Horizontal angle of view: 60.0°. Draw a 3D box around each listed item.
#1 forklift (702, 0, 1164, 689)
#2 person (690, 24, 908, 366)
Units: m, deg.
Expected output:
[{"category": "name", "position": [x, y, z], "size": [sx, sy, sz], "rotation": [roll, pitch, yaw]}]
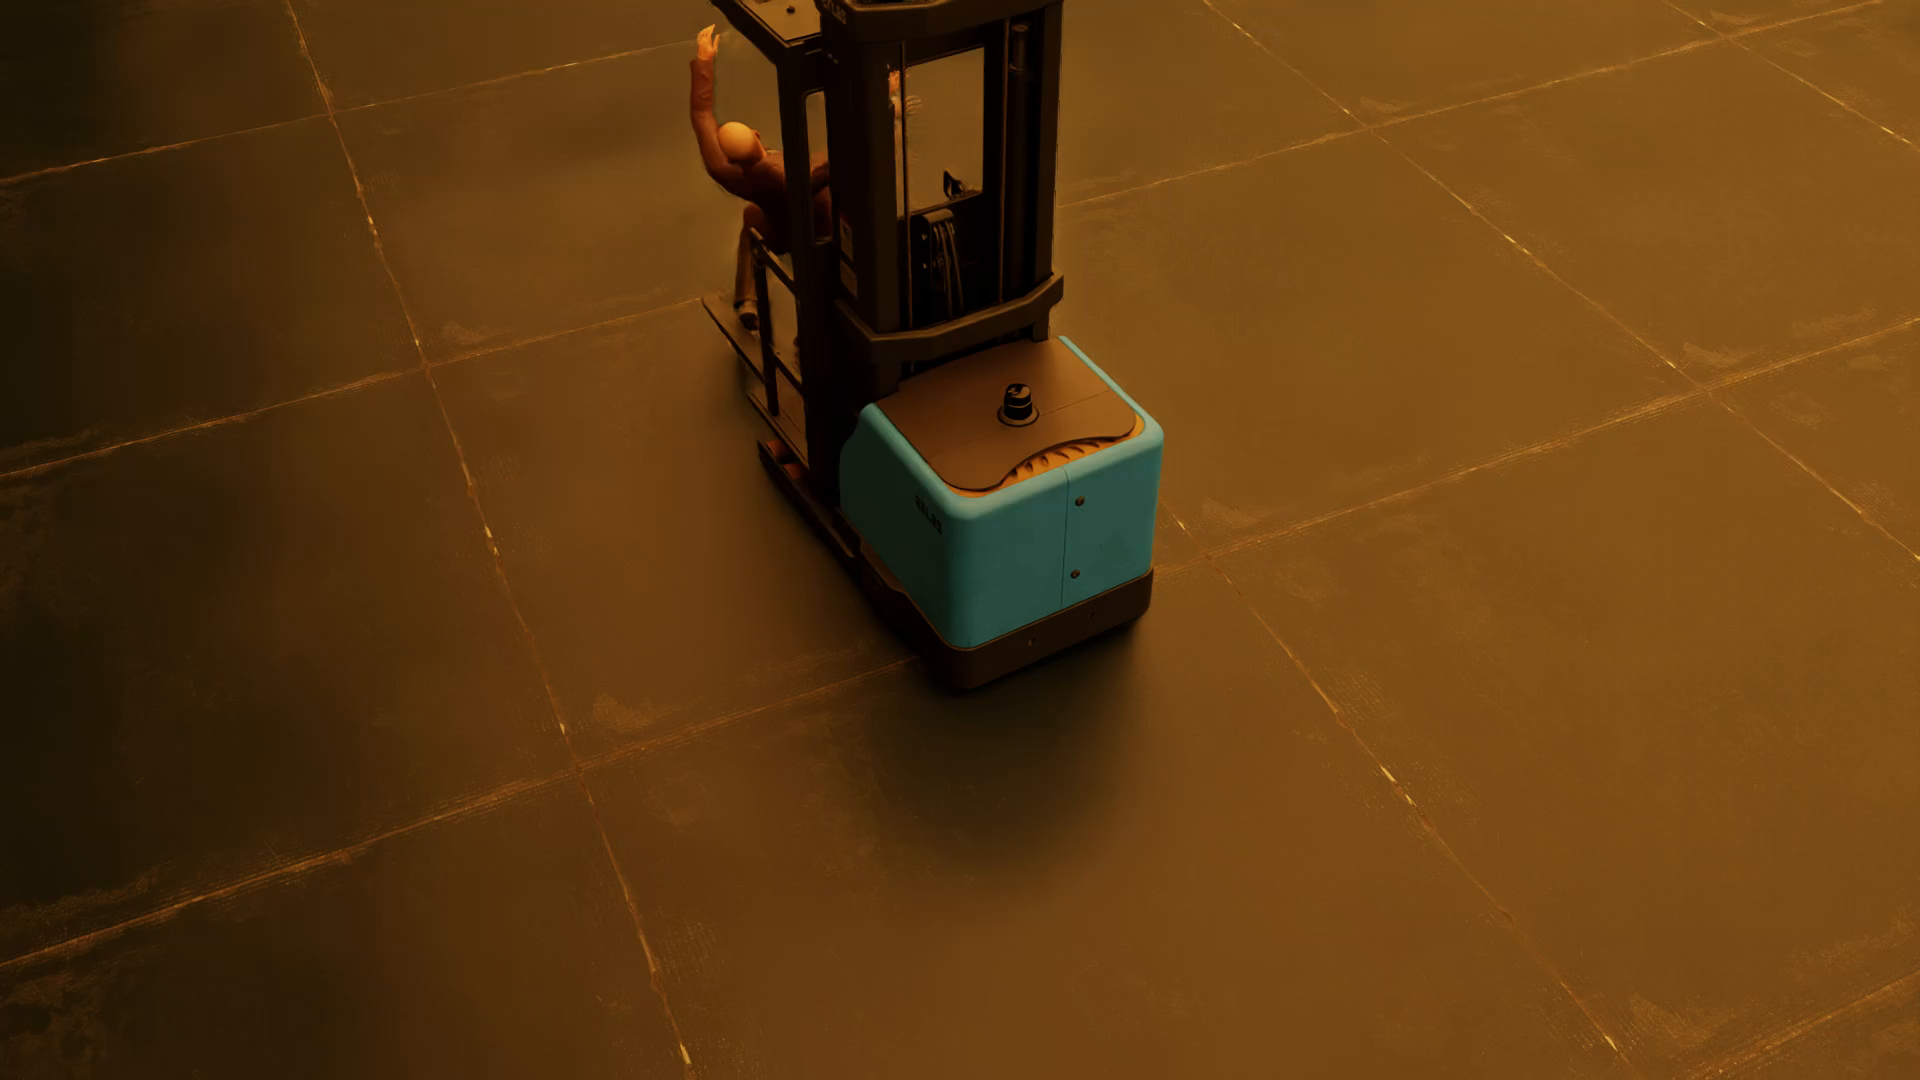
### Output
[{"category": "forklift", "position": [-0.330, -1.432, 7.215], "size": [1.130, 2.935, 3.031], "rotation": [-22, 47, -22]}, {"category": "person", "position": [-0.830, -1.640, 8.308], "size": [1.038, 1.683, 0.741], "rotation": [13, 44, 13]}]
